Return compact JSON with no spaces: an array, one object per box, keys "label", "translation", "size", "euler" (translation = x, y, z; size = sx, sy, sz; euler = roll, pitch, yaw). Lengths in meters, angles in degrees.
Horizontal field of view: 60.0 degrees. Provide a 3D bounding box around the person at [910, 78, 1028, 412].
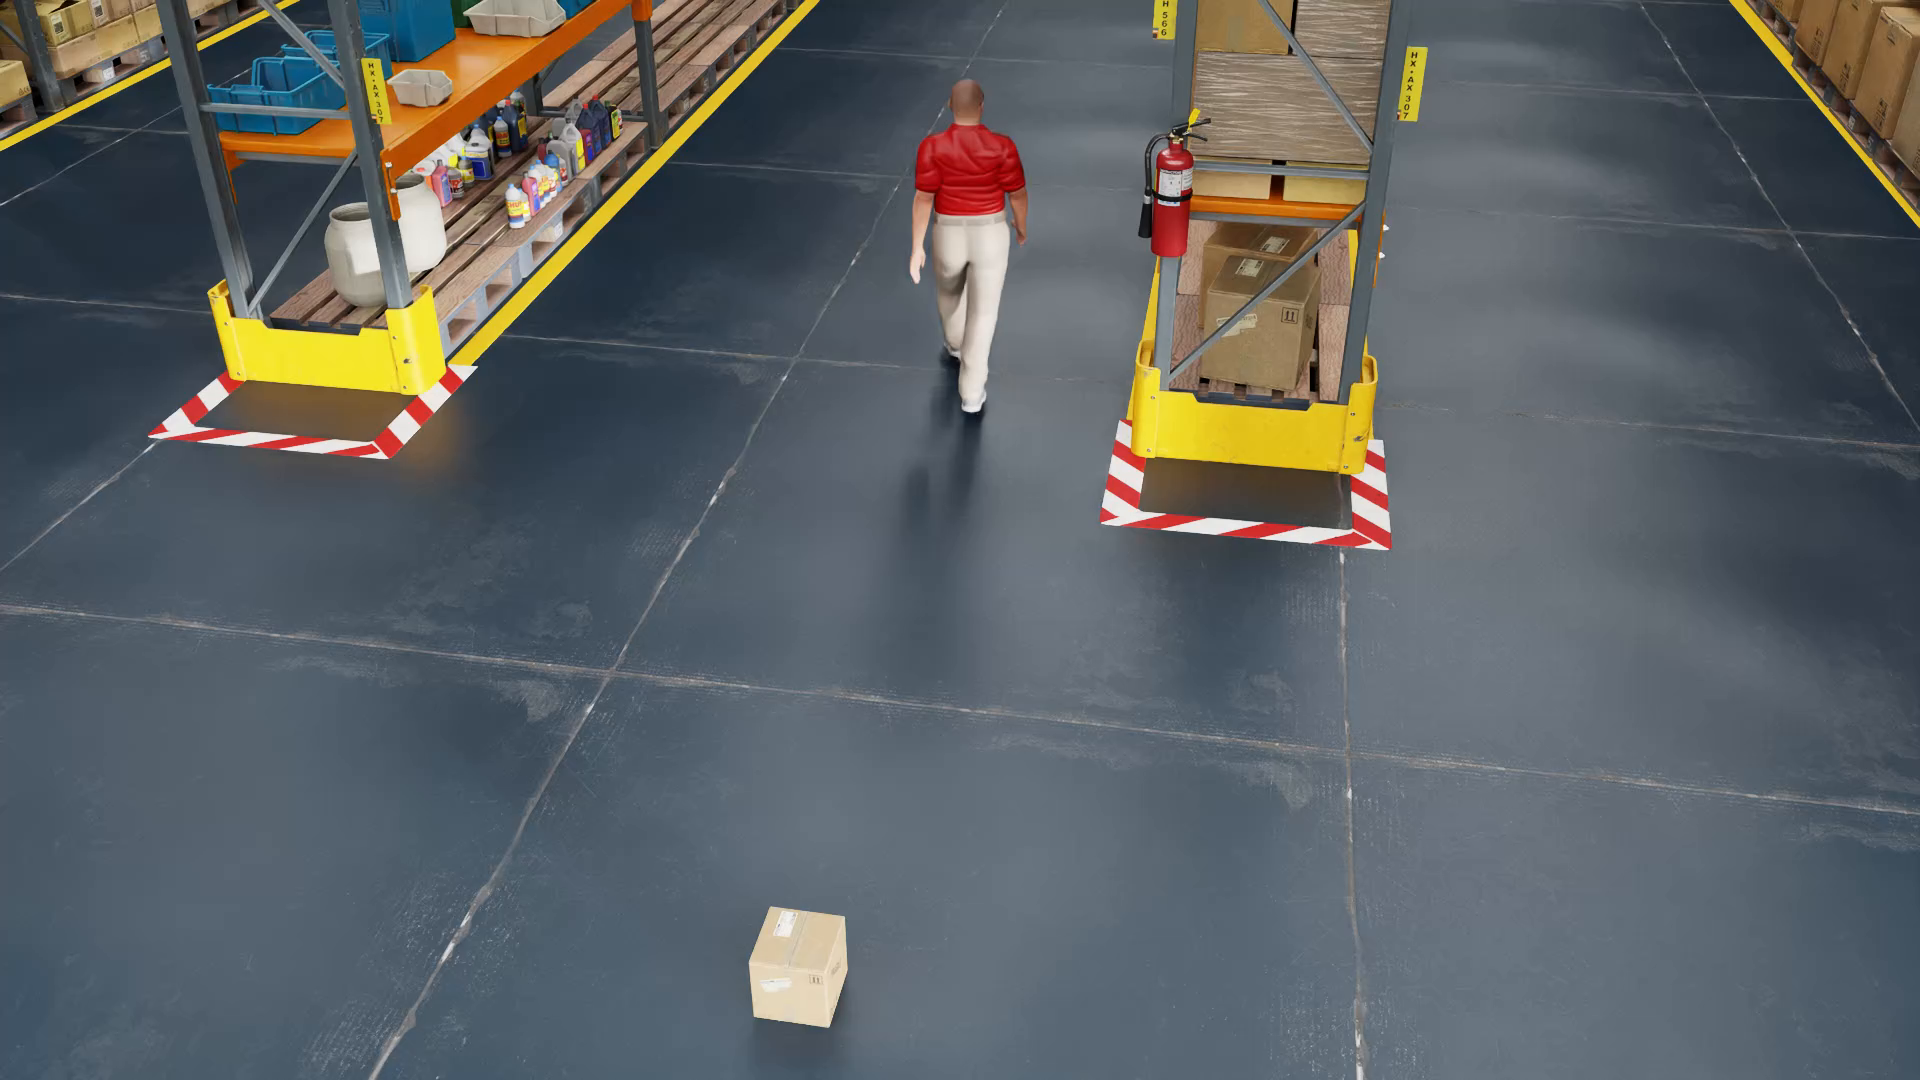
[{"label":"person","translation":[0.073,-1.609,8.682],"size":[0.573,1.679,0.958],"euler":[6,33,9]}]
